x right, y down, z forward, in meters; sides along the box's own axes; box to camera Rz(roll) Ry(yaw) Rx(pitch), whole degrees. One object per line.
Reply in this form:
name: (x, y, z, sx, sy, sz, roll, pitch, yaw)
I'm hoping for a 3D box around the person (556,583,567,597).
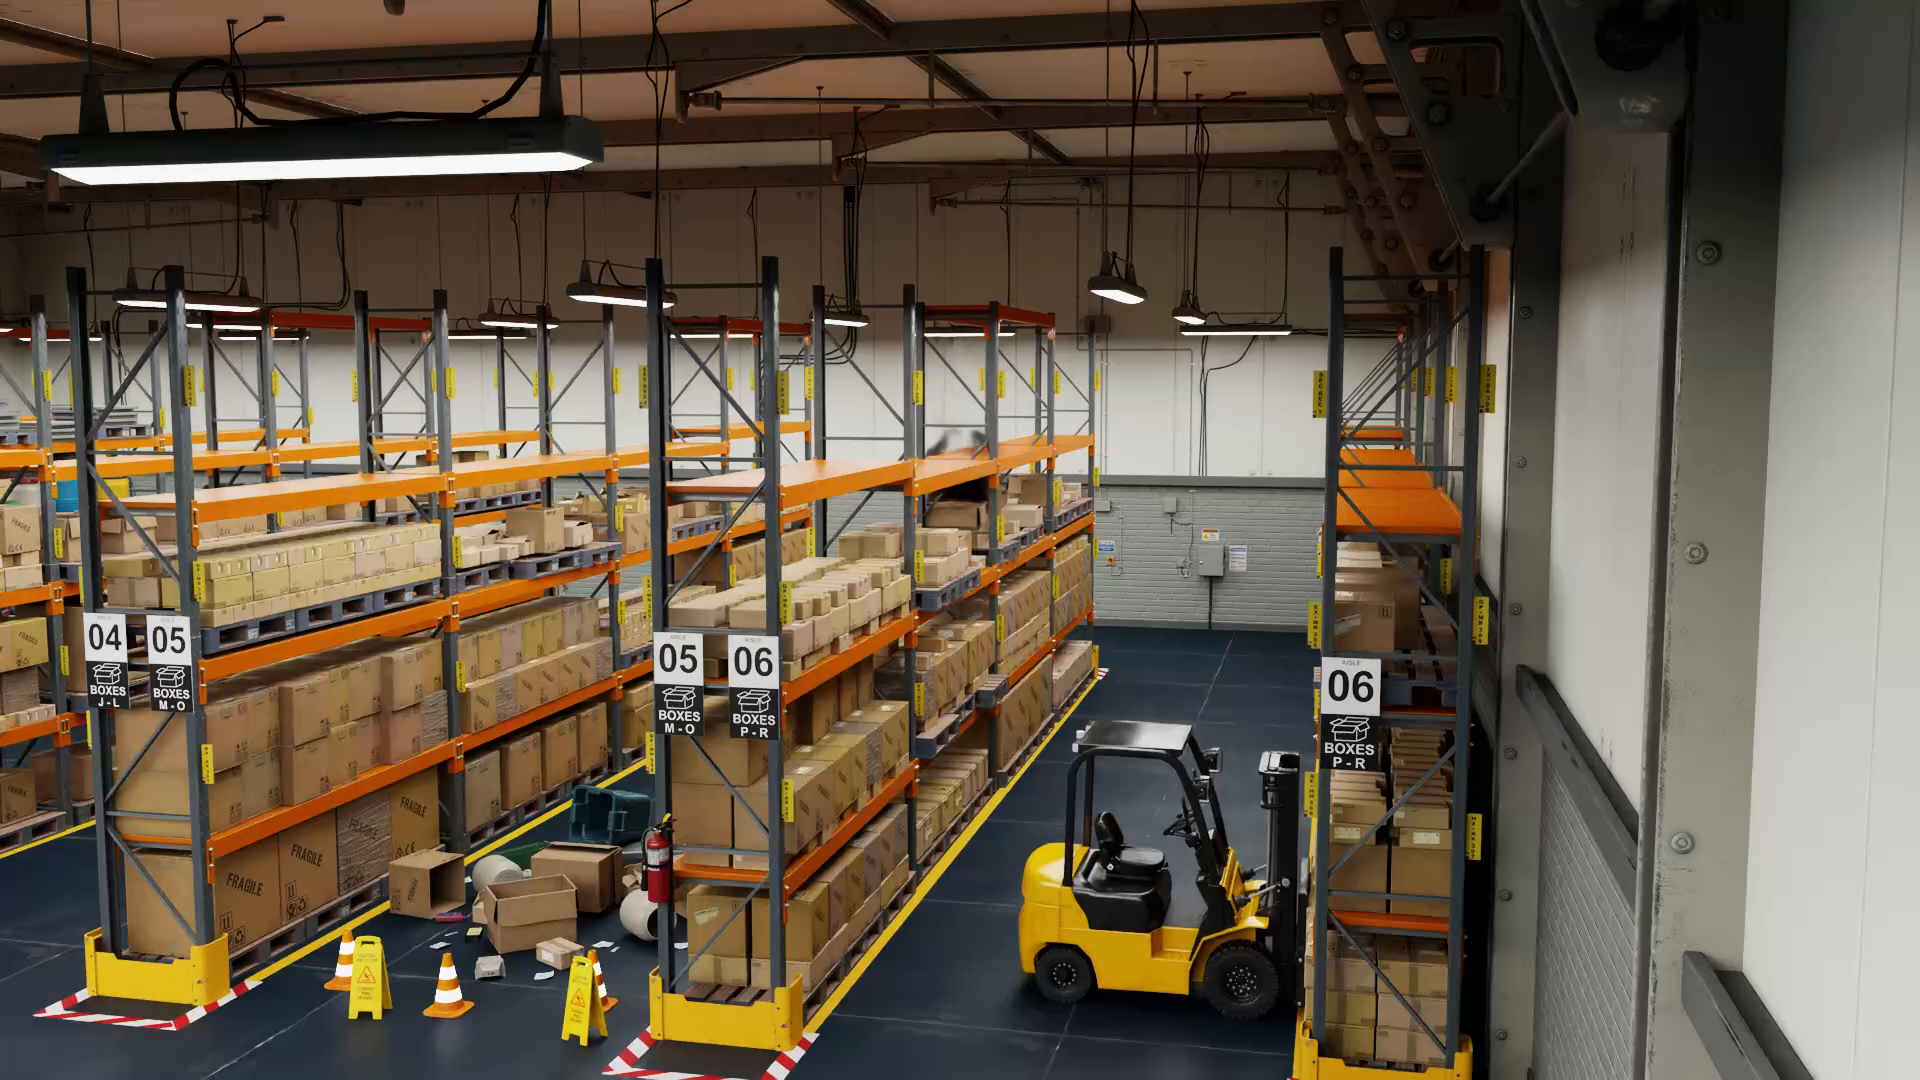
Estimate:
person: (-7.757, 1.123, 31.727, 0.849, 1.711, 0.570, 5, 7, 39)
